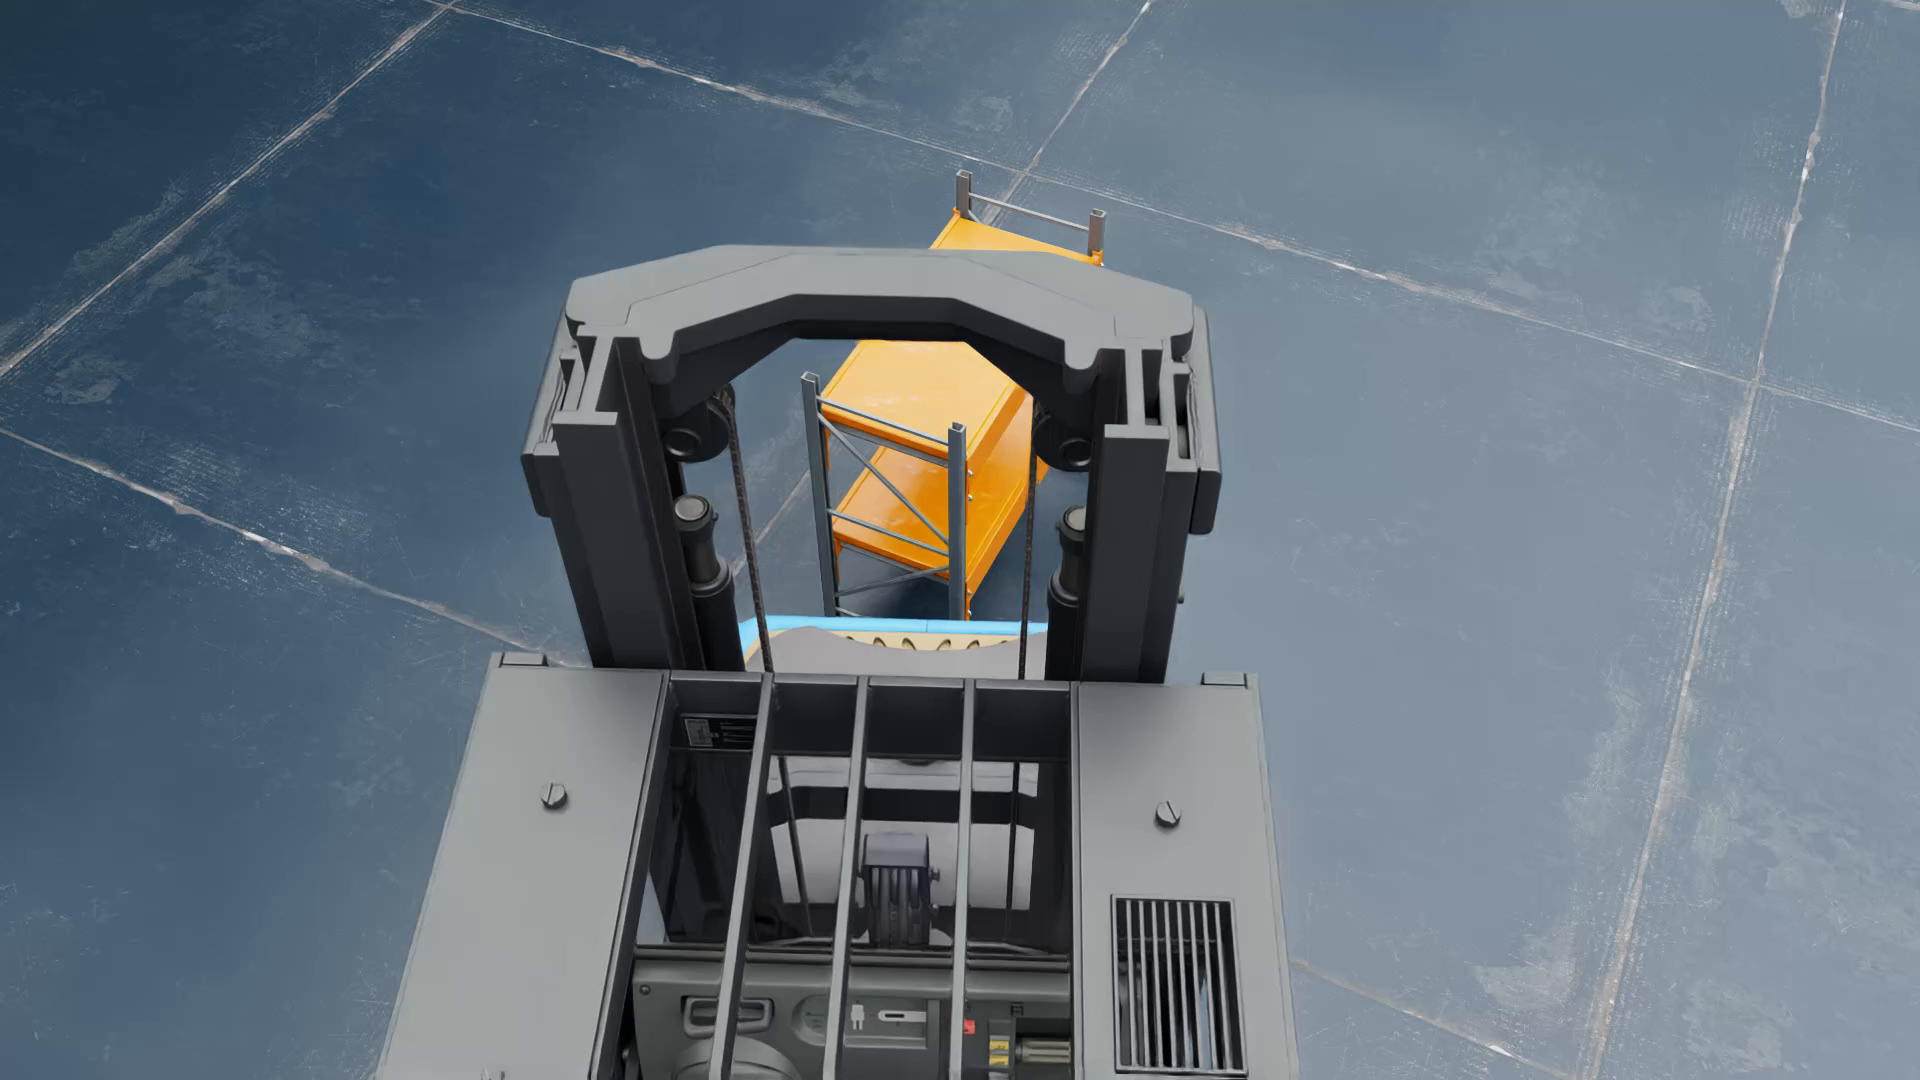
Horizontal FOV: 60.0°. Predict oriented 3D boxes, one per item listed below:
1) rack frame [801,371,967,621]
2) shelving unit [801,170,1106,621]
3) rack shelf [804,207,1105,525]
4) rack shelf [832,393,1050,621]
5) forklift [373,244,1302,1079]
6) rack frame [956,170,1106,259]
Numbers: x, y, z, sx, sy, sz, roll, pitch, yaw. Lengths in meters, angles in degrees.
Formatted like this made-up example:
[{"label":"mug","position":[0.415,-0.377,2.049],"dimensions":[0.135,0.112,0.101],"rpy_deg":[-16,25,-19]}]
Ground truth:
[{"label":"rack frame","position":[-0.214,-0.019,5.028],"dimensions":[0.500,1.125,0.032],"rpy_deg":[20,52,16]},{"label":"shelving unit","position":[0.003,-0.369,5.326],"dimensions":[0.538,1.125,1.048],"rpy_deg":[20,52,16]},{"label":"rack shelf","position":[0.003,-0.559,5.103],"dimensions":[0.538,0.278,1.000],"rpy_deg":[20,52,16]},{"label":"rack shelf","position":[0.003,-0.211,5.512],"dimensions":[0.538,0.278,1.000],"rpy_deg":[20,52,16]},{"label":"forklift","position":[-0.133,1.070,2.915],"dimensions":[1.130,2.935,3.031],"rpy_deg":[2,50,1]},{"label":"rack frame","position":[0.220,-0.719,5.623],"dimensions":[0.500,1.125,0.032],"rpy_deg":[20,52,16]}]
